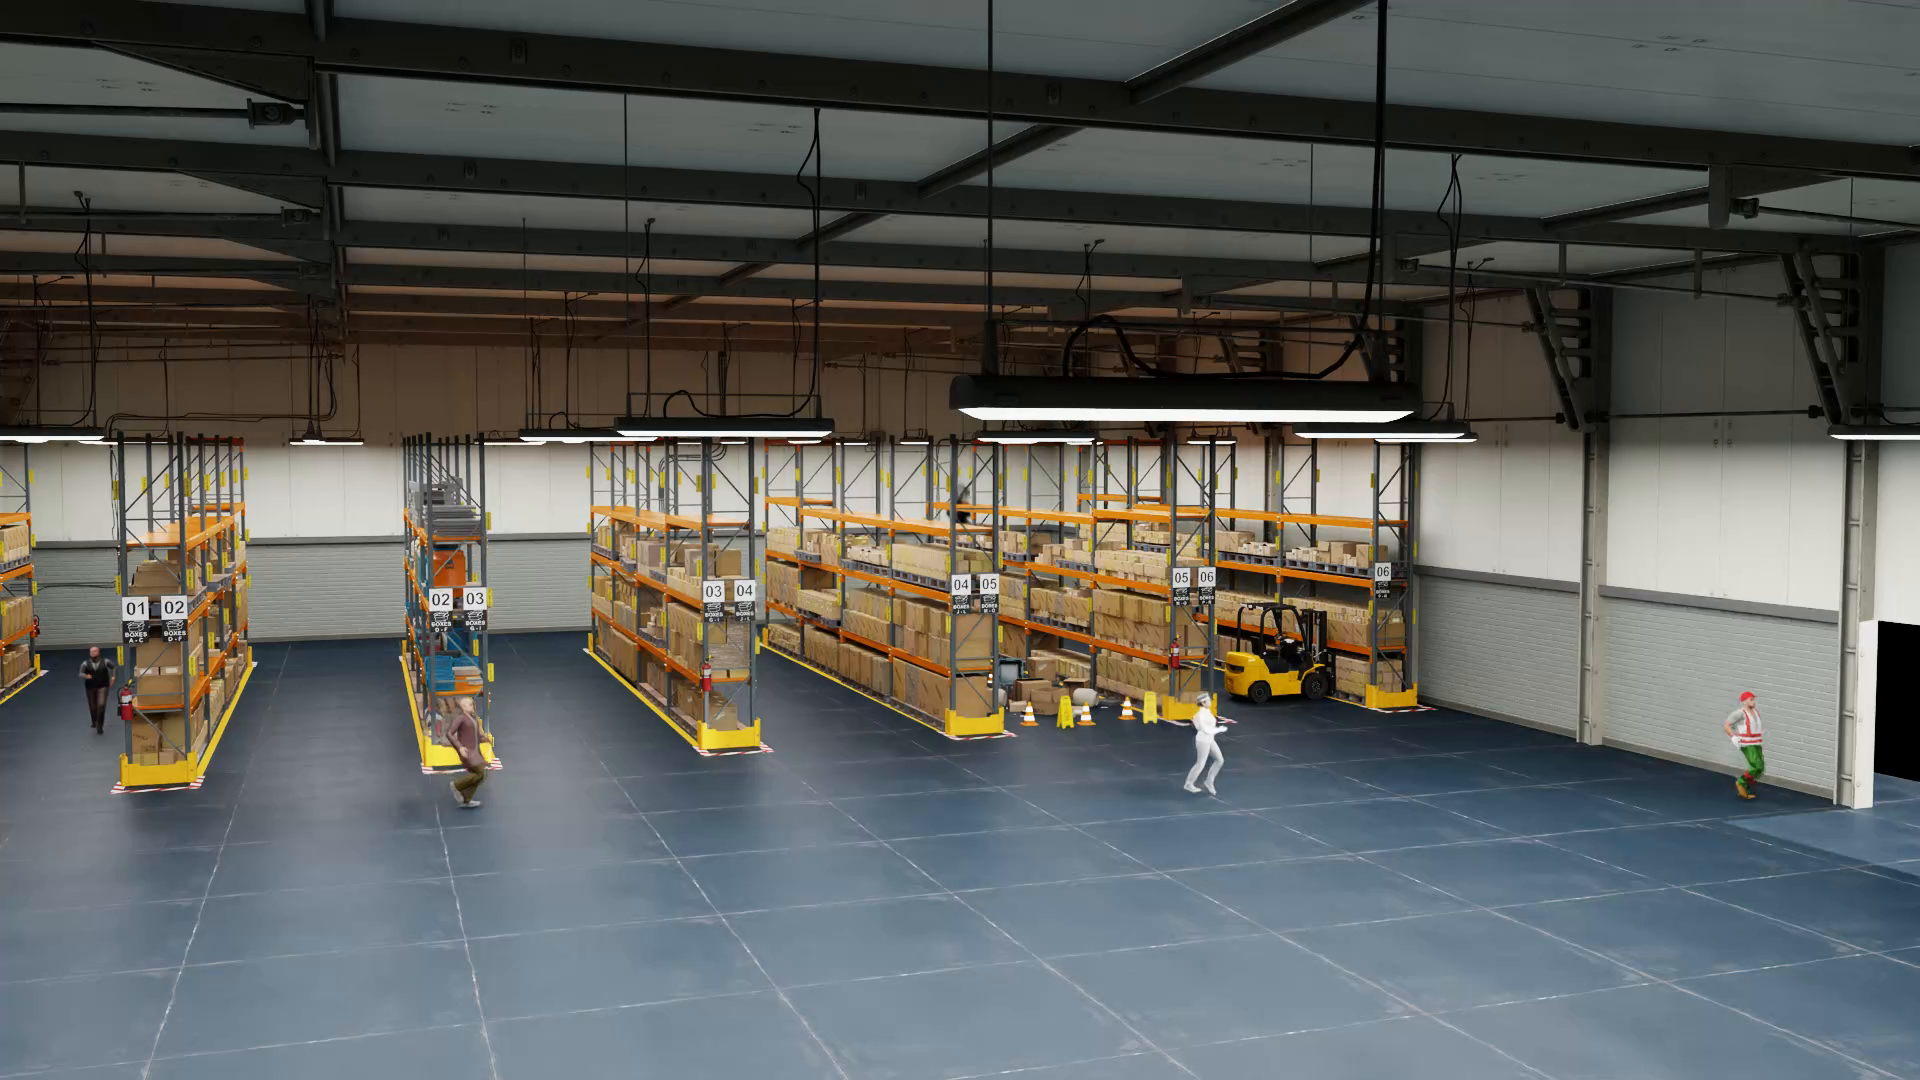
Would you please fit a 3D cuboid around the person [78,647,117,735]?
[{"bbox_3d":[-17.359,3.028,33.462,0.661,1.753,0.822,-1,3,-18],"label":"person"}]

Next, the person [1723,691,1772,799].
[{"bbox_3d":[12.855,3.339,26.981,0.641,1.738,0.589,-2,4,-28],"label":"person"}]

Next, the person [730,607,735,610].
[{"bbox_3d":[-6.587,2.162,48.238,0.701,1.741,0.683,1,3,23],"label":"person"}]

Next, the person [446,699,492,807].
[{"bbox_3d":[-7.782,3.388,26.481,0.624,1.731,0.714,0,3,6],"label":"person"}]

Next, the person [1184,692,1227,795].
[{"bbox_3d":[4.053,3.360,27.405,0.703,1.725,0.579,1,3,21],"label":"person"}]
